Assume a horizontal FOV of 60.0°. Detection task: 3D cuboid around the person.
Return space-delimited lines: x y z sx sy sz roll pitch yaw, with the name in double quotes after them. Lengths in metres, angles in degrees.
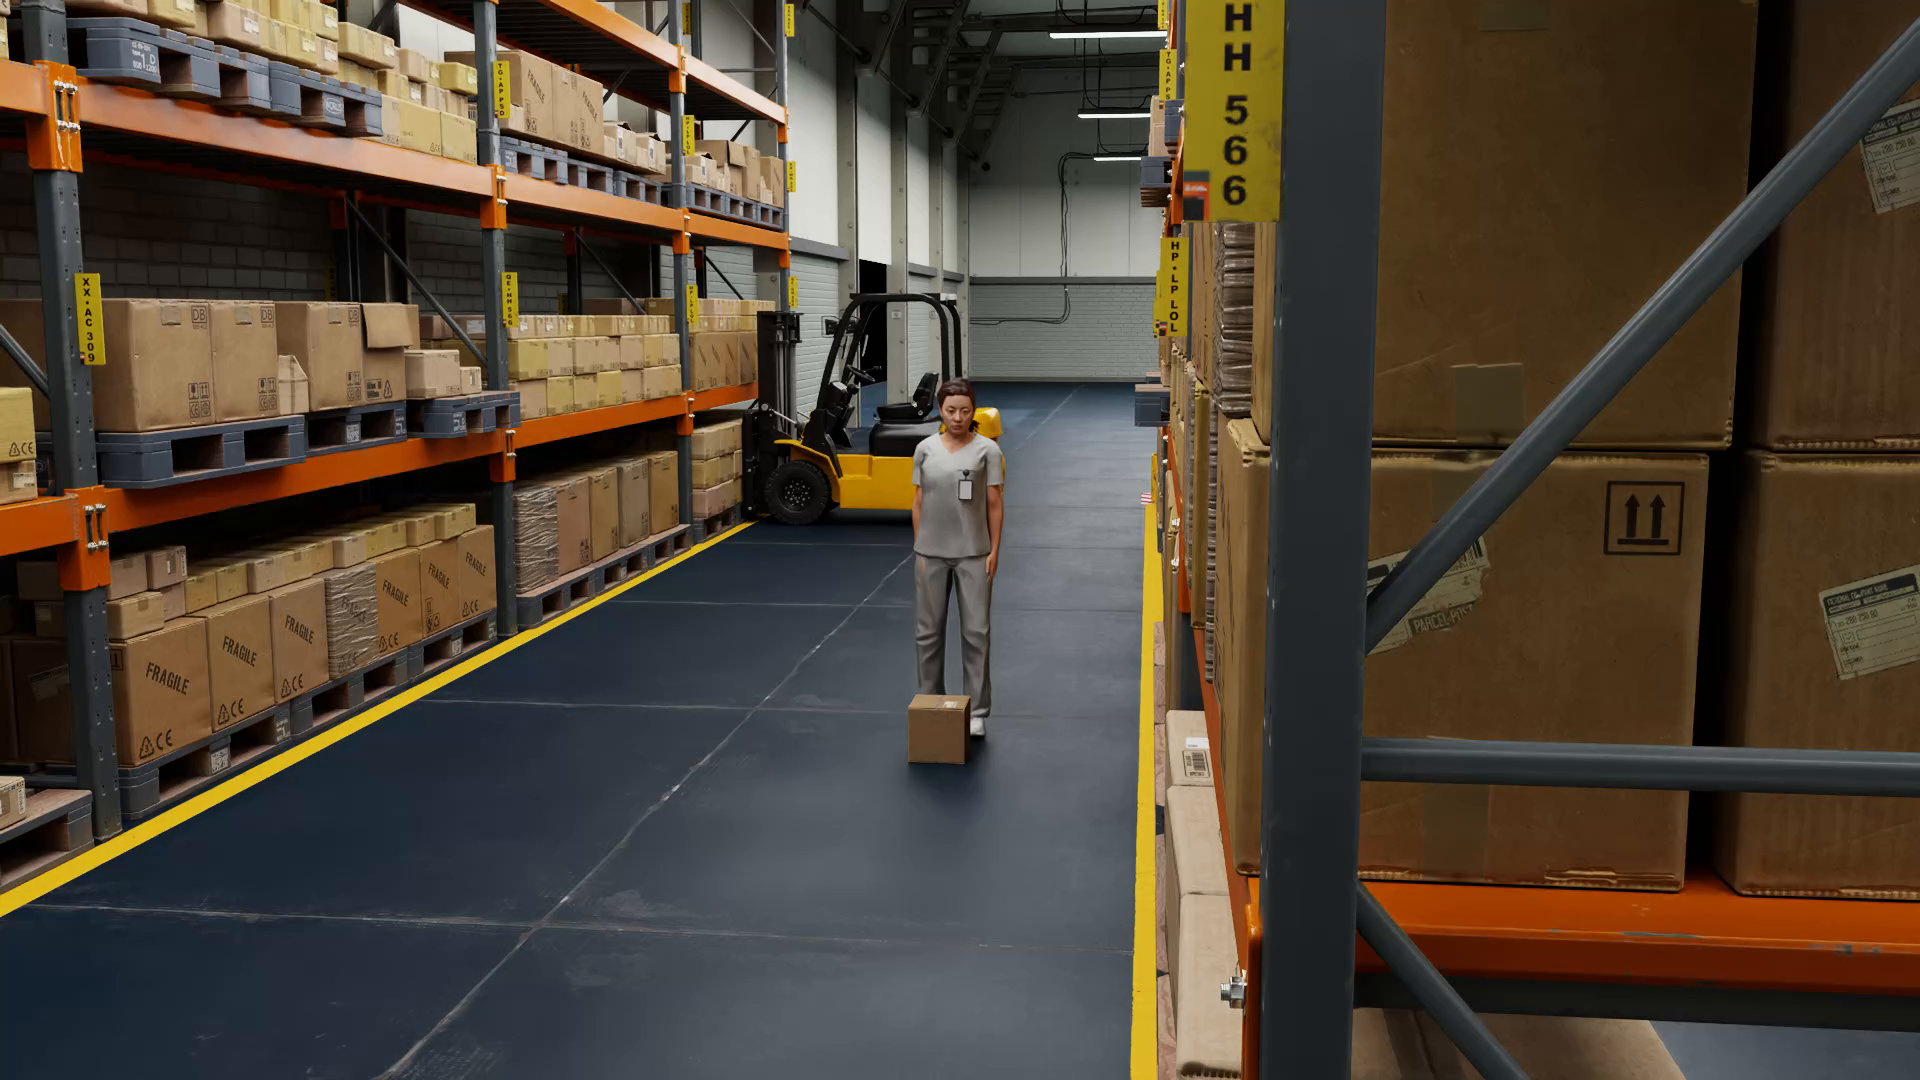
-0.013 0.076 7.769 0.440 1.673 0.365 1 8 7 "person"
